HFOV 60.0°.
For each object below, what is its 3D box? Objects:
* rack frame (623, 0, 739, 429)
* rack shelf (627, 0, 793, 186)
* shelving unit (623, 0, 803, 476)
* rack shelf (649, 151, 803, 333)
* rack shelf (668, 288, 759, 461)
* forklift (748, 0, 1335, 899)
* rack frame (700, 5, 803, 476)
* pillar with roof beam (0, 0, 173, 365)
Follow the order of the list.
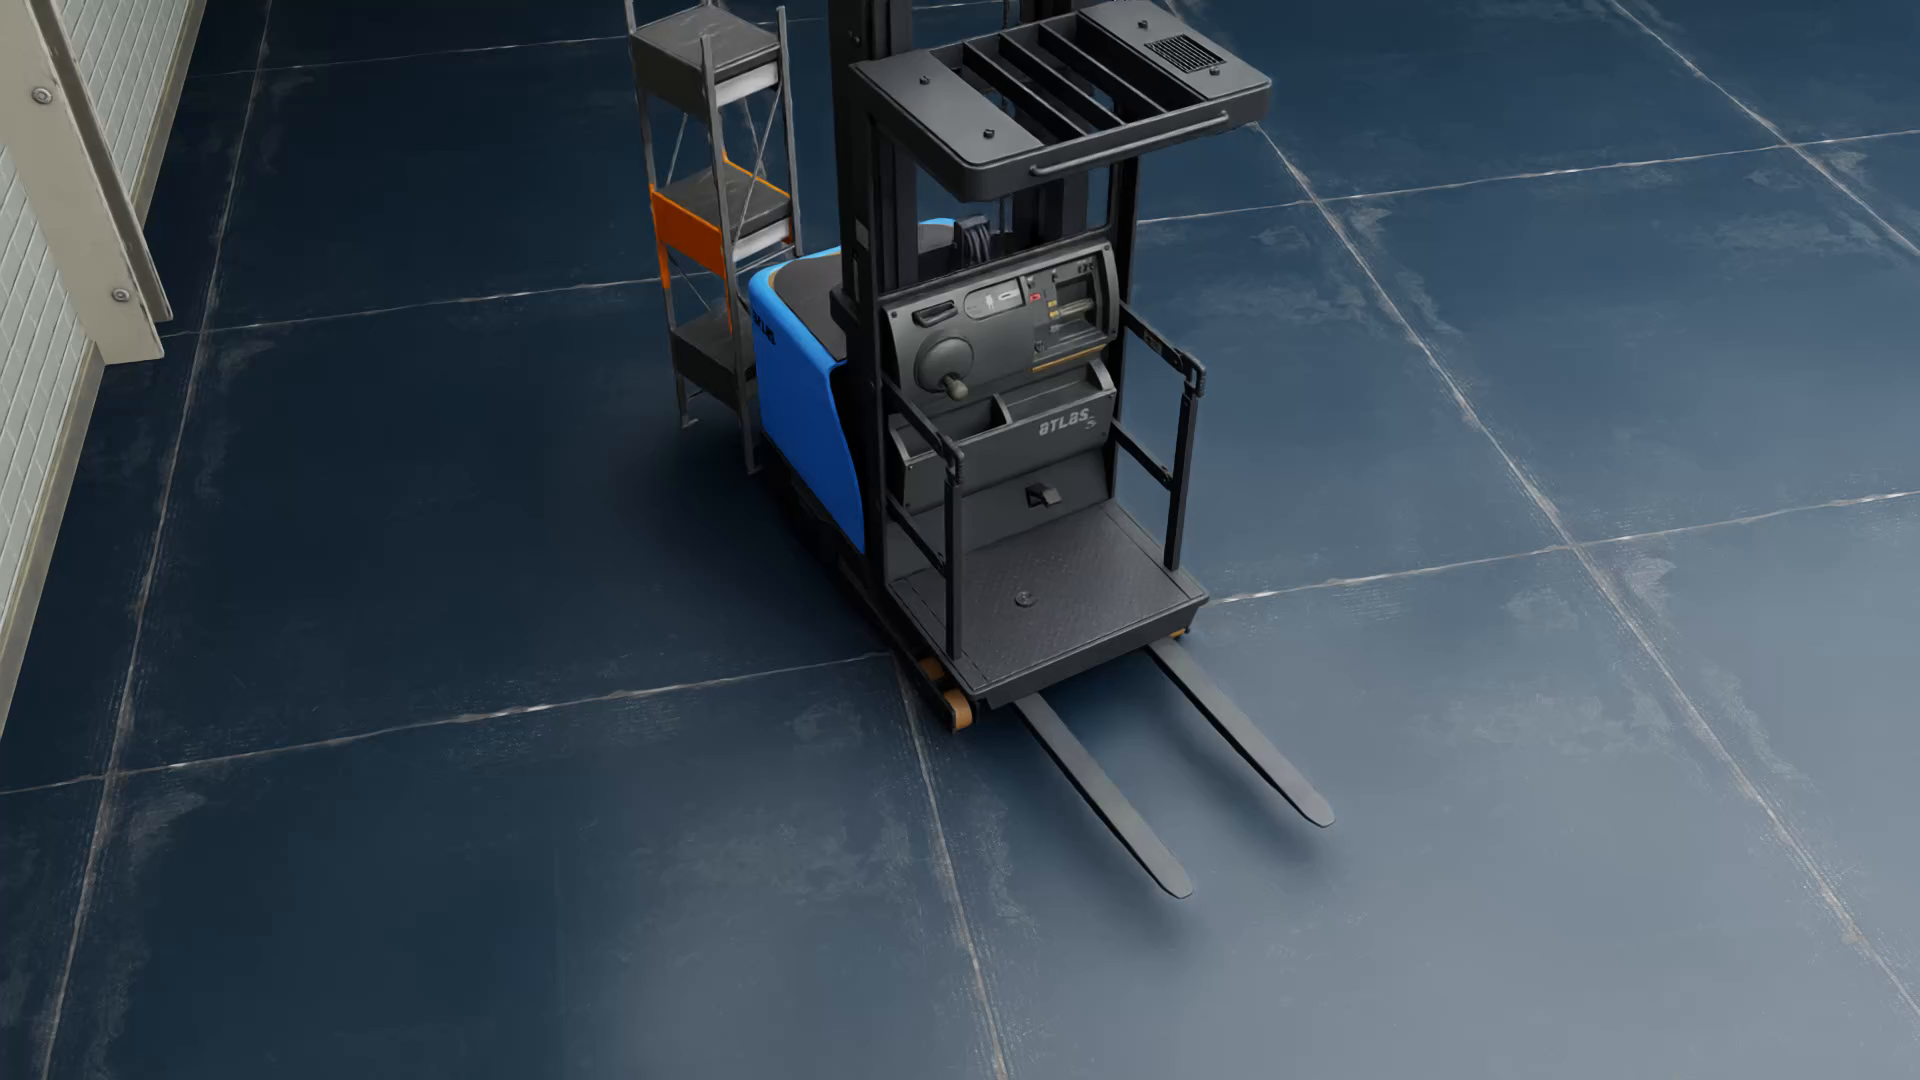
[{"bbox_3d":[-1.165,-1.407,7.252,0.400,2.100,0.015,-33,51,-32],"label":"rack frame"},{"bbox_3d":[-0.993,-1.806,6.668,0.431,0.518,0.480,-33,51,-32],"label":"rack shelf"},{"bbox_3d":[-0.994,-1.292,7.122,0.431,2.100,0.503,-33,51,-32],"label":"shelving unit"},{"bbox_3d":[-0.994,-1.282,7.131,0.431,0.518,0.480,-33,51,-32],"label":"rack shelf"},{"bbox_3d":[-0.994,-0.757,7.595,0.431,0.518,0.480,-33,51,-32],"label":"rack shelf"},{"bbox_3d":[0.274,-0.711,5.843,1.130,2.935,3.031,-21,46,-22],"label":"forklift"},{"bbox_3d":[-0.822,-1.177,6.992,0.400,2.100,0.015,-33,51,-32],"label":"rack frame"},{"bbox_3d":[0.047,-4.994,6.098,9.100,9.000,0.400,-8,42,-9],"label":"pillar with roof beam"}]
